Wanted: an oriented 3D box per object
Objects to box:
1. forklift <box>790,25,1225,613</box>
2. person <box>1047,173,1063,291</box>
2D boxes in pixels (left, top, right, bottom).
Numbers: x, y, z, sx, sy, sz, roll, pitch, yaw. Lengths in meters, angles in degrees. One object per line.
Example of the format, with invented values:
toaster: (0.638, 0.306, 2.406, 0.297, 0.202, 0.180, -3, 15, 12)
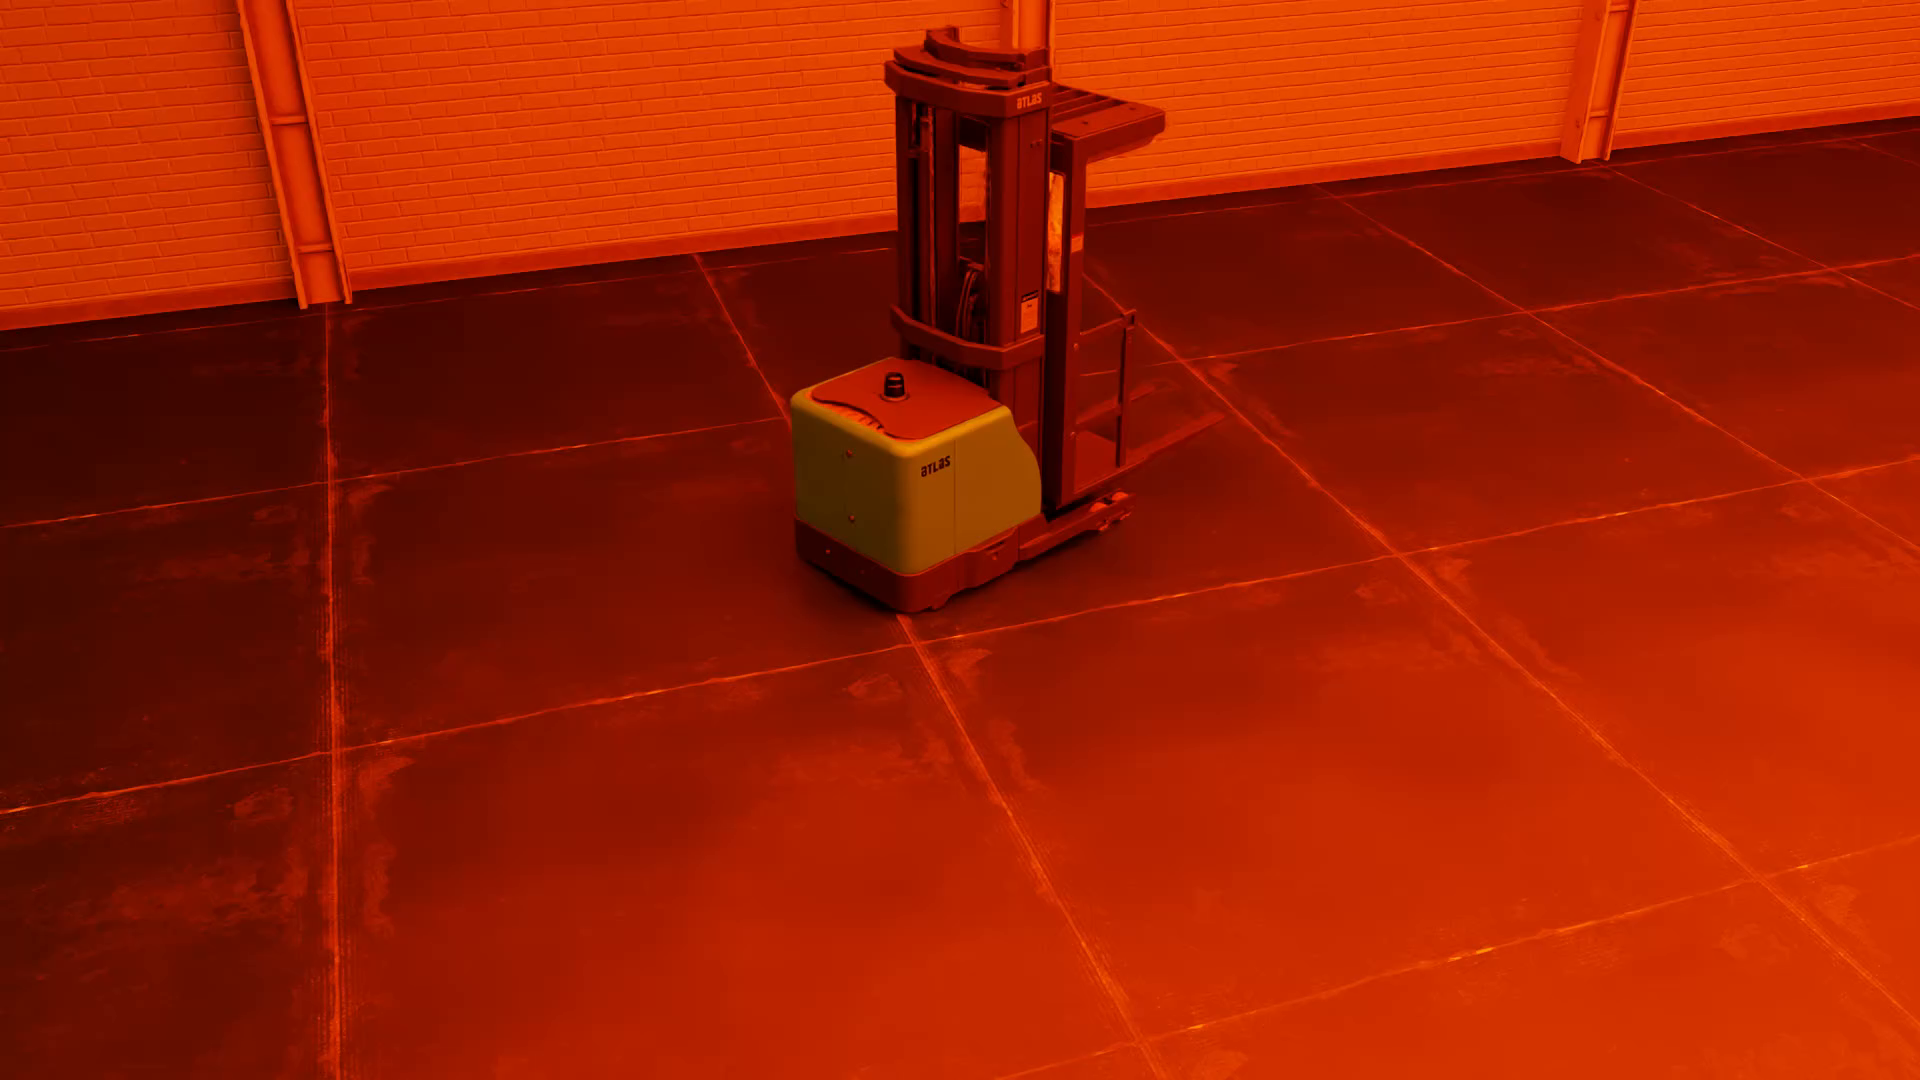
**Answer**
forklift: (0.439, -1.496, 9.687, 3.031, 2.935, 1.130, -26, 39, -37)
person: (0.755, -2.274, 12.310, 0.457, 1.664, 0.621, 2, 30, 3)
